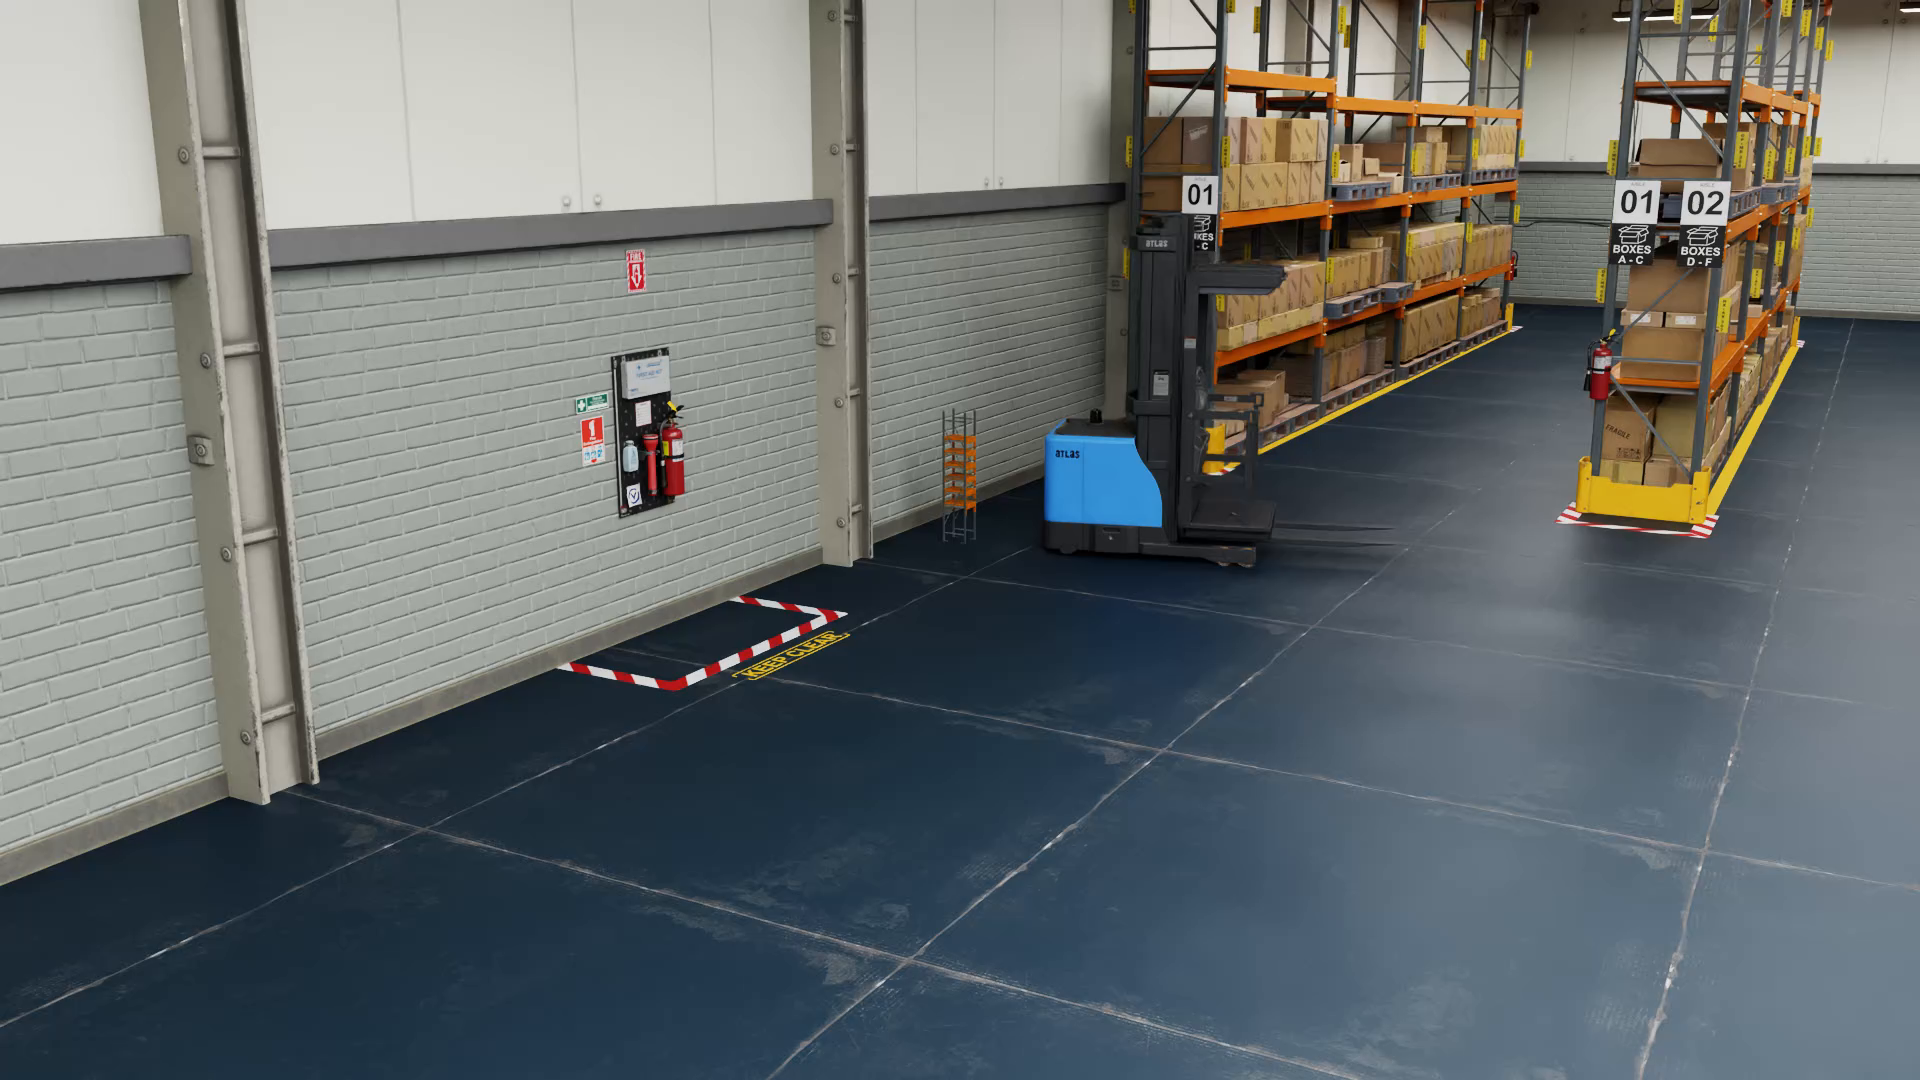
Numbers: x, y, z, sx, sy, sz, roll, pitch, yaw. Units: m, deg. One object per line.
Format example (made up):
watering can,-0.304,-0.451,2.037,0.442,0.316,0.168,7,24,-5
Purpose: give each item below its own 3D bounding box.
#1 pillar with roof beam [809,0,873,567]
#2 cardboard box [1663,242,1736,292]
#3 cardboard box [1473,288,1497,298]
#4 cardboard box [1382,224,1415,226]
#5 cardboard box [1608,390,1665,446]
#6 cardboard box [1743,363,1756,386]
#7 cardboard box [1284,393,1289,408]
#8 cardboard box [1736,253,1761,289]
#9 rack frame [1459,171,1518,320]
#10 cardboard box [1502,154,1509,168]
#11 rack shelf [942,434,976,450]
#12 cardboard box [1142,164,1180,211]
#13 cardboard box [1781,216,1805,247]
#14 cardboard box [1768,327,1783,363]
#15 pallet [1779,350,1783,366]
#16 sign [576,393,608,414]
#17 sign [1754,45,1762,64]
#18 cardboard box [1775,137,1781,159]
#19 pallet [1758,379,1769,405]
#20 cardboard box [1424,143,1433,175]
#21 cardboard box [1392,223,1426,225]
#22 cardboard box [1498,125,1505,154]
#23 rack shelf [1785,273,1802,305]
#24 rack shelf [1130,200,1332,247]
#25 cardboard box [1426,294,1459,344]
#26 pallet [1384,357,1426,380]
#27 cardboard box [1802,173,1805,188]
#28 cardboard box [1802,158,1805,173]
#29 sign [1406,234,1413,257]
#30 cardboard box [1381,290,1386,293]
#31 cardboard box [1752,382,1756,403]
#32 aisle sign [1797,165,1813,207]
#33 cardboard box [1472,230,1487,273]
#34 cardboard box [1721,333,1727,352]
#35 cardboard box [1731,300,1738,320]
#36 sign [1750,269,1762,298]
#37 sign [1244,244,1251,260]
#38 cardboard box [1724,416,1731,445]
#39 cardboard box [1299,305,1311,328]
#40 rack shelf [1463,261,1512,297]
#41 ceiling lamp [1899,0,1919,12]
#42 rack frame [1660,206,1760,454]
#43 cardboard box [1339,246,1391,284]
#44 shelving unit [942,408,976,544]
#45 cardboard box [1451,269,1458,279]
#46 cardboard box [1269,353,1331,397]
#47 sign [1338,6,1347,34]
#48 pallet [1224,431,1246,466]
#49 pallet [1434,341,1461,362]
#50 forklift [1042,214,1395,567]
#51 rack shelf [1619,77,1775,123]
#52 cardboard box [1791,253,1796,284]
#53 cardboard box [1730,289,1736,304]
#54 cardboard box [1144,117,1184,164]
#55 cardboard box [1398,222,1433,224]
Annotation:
pillar with roof beam,2.780,-3.712,11.447,9.100,9.000,0.400,7,15,28
cardboard box,8.150,-3.017,18.382,0.700,0.500,0.500,7,15,28
cardboard box,9.789,-4.605,31.006,0.380,0.149,0.250,8,16,30
cardboard box,7.196,-5.026,27.206,0.500,0.250,0.500,7,15,26
cardboard box,7.138,-1.295,17.592,0.500,0.500,0.500,7,15,28
cardboard box,10.006,-2.148,21.533,0.500,0.311,0.500,7,15,28
cardboard box,4.032,-1.817,21.493,0.380,0.166,0.250,5,15,21
cardboard box,10.742,-3.748,23.289,0.700,0.500,0.500,2,14,9
rack frame,10.065,-5.555,31.893,1.000,3.000,0.127,7,15,28
cardboard box,9.693,-6.906,30.307,0.500,0.250,0.500,7,15,26
rack shelf,-0.007,-0.887,15.023,0.258,0.103,0.180,7,15,28
cardboard box,2.310,-3.904,18.386,0.500,0.500,0.500,9,16,32
cardboard box,13.939,-5.197,28.058,0.500,0.500,0.500,8,16,30
cardboard box,12.482,-3.039,25.851,0.500,0.500,0.500,7,15,28
pallet,12.802,-2.959,27.075,1.003,0.211,1.213,7,15,28
sign,-2.565,-0.954,11.600,0.001,0.109,0.331,7,15,28
sign,13.928,-8.465,29.002,0.100,0.325,0.005,7,15,28
cardboard box,11.858,-5.699,24.767,0.600,0.600,0.600,7,15,27
pallet,10.930,-2.147,23.705,1.003,0.211,1.213,7,15,28
cardboard box,7.099,-6.070,26.477,0.700,0.500,0.500,7,15,28
cardboard box,7.434,-5.129,27.635,0.500,0.250,0.500,8,15,29
cardboard box,9.454,-7.168,29.791,0.500,0.500,0.500,7,15,26
rack shelf,13.436,-4.235,27.951,1.077,0.370,4.000,7,15,28
rack shelf,3.297,-3.792,19.712,1.077,0.370,4.000,7,15,28
cardboard box,7.931,-3.746,28.078,0.750,0.750,0.750,8,15,29
pallet,6.645,-2.712,26.048,1.003,0.211,1.213,7,15,28
cardboard box,13.410,-5.836,26.977,0.500,0.250,0.500,7,15,28
cardboard box,13.162,-5.977,26.495,0.500,0.250,0.500,7,15,28
sign,6.677,-4.379,24.712,0.100,0.325,0.005,7,15,28
cardboard box,6.560,-3.843,25.284,0.380,0.149,0.250,7,15,27
cardboard box,10.249,-1.979,22.031,0.500,0.250,0.500,7,15,27
aisle sign,14.704,-6.238,29.178,0.394,0.787,0.004,7,15,28
cardboard box,8.766,-5.139,29.527,0.980,0.700,0.700,7,15,27
cardboard box,8.144,-2.381,18.512,0.700,0.500,0.500,7,15,27
cardboard box,9.242,-2.845,20.439,0.500,0.500,0.500,9,16,32
sign,9.089,-2.930,18.986,0.100,0.325,0.005,7,15,28
sign,3.777,-3.718,21.803,0.100,0.325,0.005,7,15,28
cardboard box,8.569,-1.281,19.132,0.500,0.250,0.500,7,15,28
cardboard box,4.052,-2.797,20.731,0.500,0.250,0.500,7,15,28
rack shelf,9.098,-4.795,30.276,1.077,0.370,4.000,7,15,28
ceiling lamp,17.889,-11.016,29.287,2.000,3.185,0.800,7,15,28
rack frame,8.602,-2.533,19.357,1.000,3.000,0.127,7,15,28
cardboard box,5.979,-4.079,24.617,0.700,0.500,0.500,5,15,21
shelving unit,-0.007,-0.580,15.097,0.258,1.200,0.189,7,15,28
cardboard box,8.115,-4.466,27.870,0.380,0.149,0.250,8,16,29
cardboard box,4.605,-2.245,22.557,0.700,0.500,0.500,8,16,30
sign,4.730,-6.437,20.589,0.100,0.325,0.005,7,15,28
pallet,2.791,-1.095,19.344,1.003,0.211,1.213,7,15,28
pallet,7.824,-3.212,28.124,1.003,0.211,1.213,7,15,28
forklift,2.300,-1.327,14.502,3.031,2.935,1.130,3,14,12
rack shelf,7.635,-4.495,17.083,1.077,0.370,4.000,7,15,28
cardboard box,13.199,-4.402,26.896,0.500,0.500,0.500,8,16,29
cardboard box,8.413,-2.712,18.503,0.380,0.149,0.250,7,15,26
cardboard box,2.310,-4.394,18.284,0.500,0.500,0.500,8,16,31
cardboard box,7.681,-5.237,28.084,0.500,0.250,0.500,8,16,30
